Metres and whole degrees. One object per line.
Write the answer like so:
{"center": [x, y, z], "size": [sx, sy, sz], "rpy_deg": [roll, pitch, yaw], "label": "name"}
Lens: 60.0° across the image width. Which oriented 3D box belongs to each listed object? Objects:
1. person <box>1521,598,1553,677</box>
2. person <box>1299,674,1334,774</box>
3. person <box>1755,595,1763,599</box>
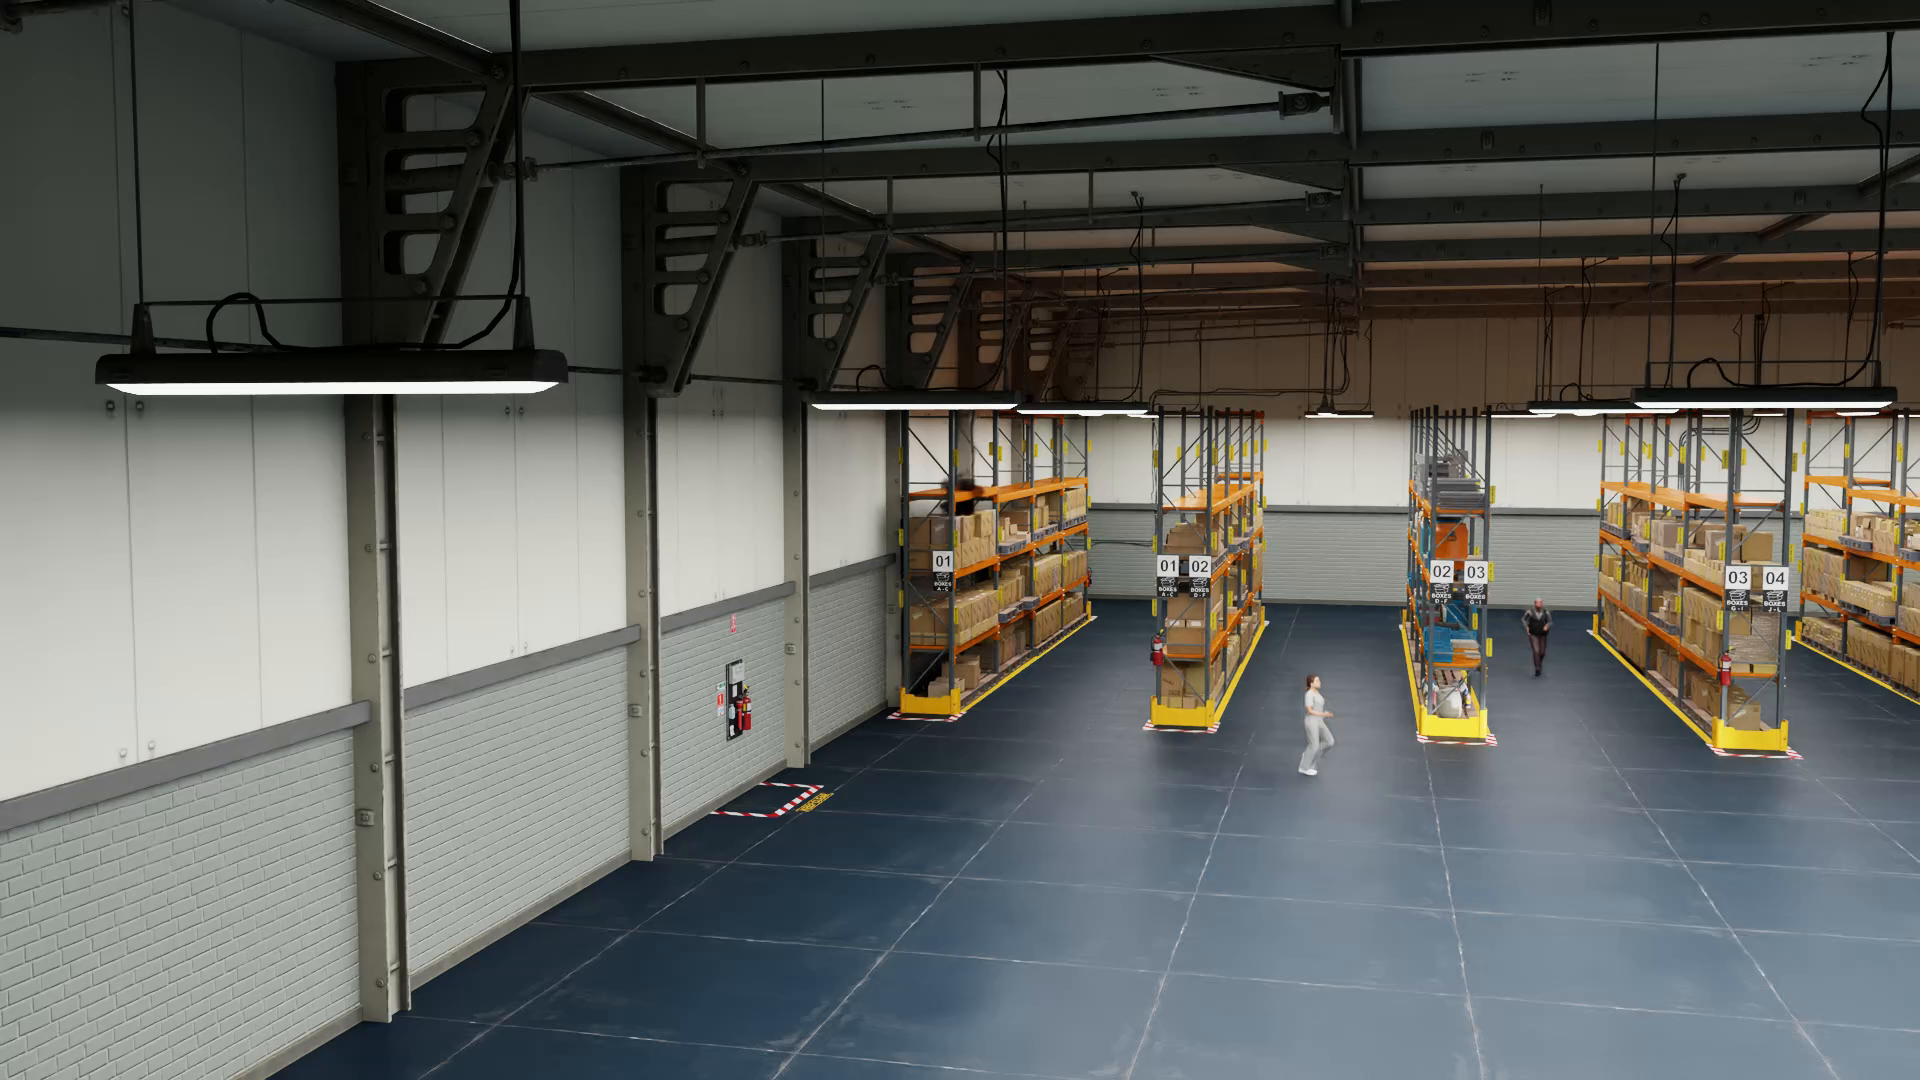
{"center": [13.037, 2.175, 37.550], "size": [0.665, 1.725, 0.803], "rpy_deg": [1, 4, 8], "label": "person"}
{"center": [5.760, 2.974, 26.839], "size": [0.582, 1.633, 0.549], "rpy_deg": [3, 5, 33], "label": "person"}
{"center": [19.818, 1.896, 41.138], "size": [0.727, 1.811, 0.967], "rpy_deg": [1, 4, 15], "label": "person"}
